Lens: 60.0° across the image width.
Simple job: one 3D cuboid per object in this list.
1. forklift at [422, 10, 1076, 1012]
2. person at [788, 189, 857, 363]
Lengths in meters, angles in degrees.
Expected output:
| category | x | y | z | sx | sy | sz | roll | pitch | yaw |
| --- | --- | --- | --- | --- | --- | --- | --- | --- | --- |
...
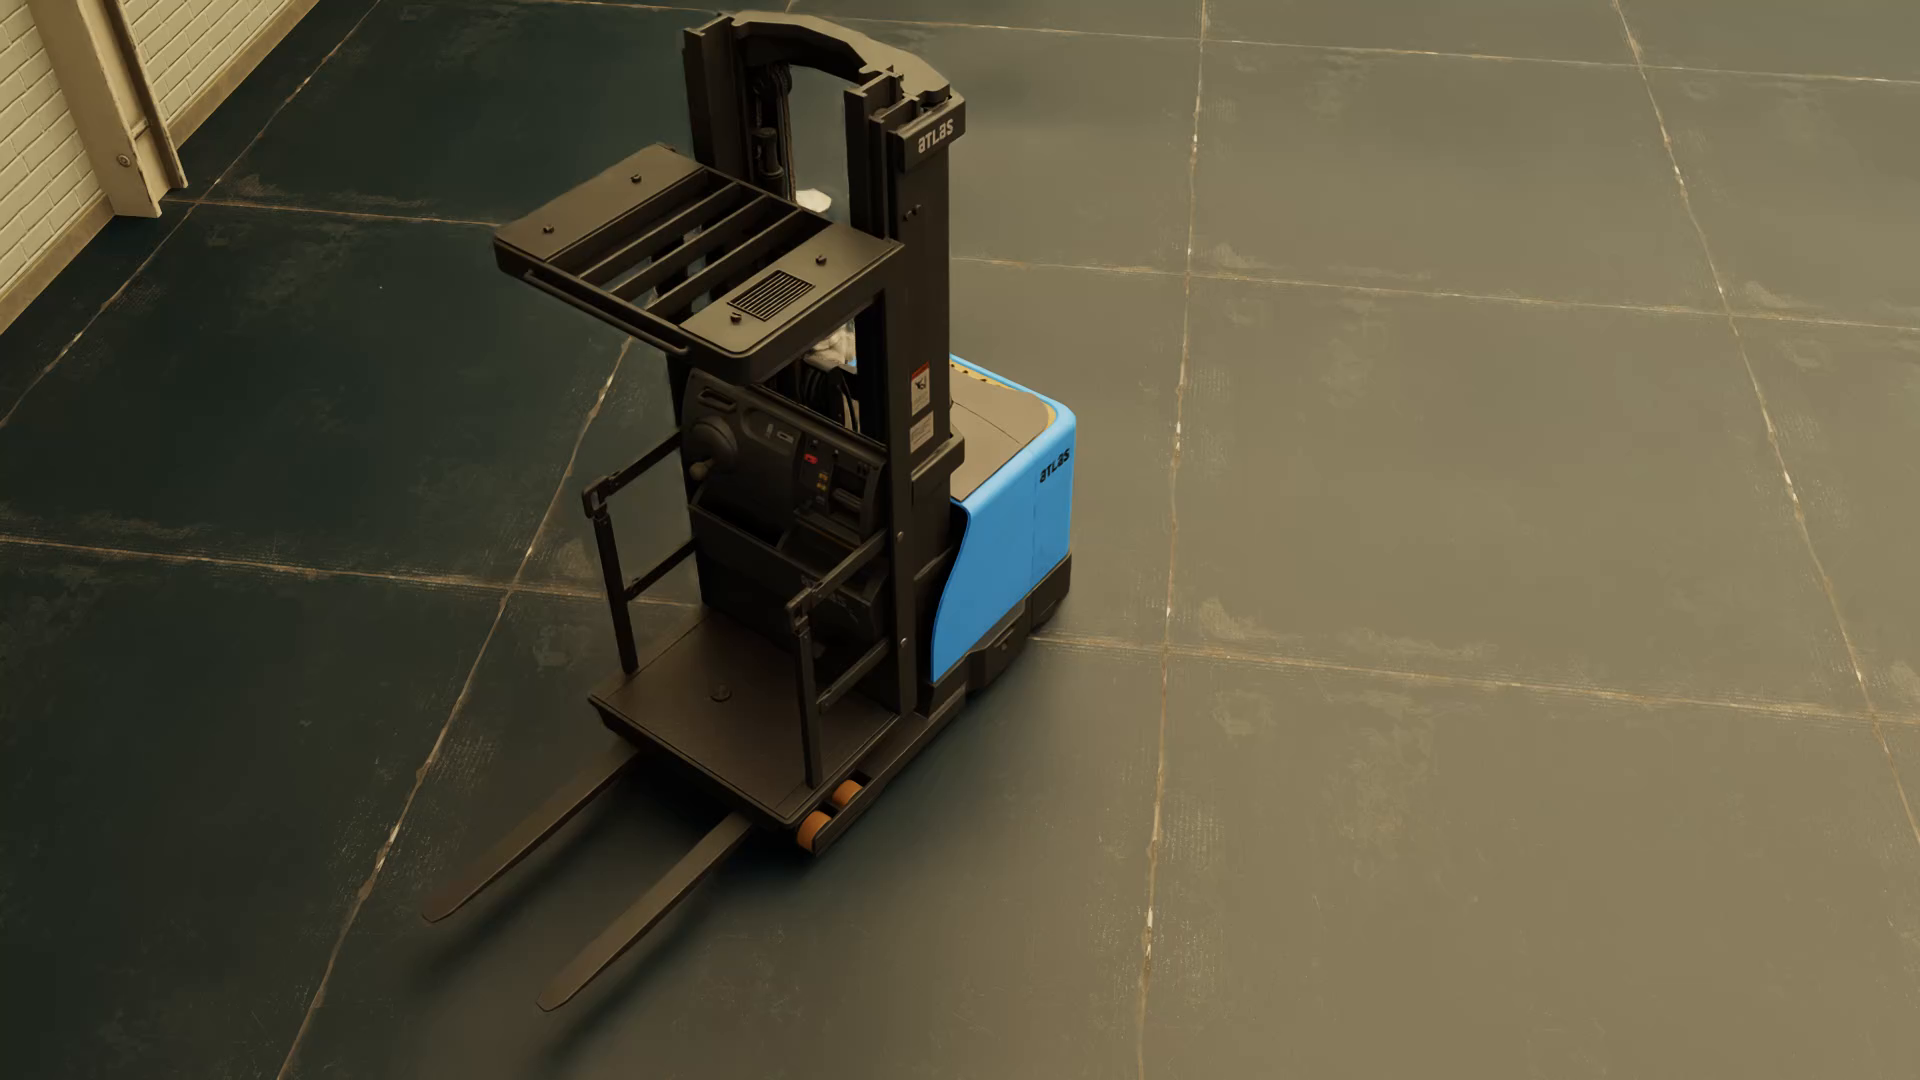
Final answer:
| category | x | y | z | sx | sy | sz | roll | pitch | yaw |
| --- | --- | --- | --- | --- | --- | --- | --- | --- | --- |
| forklift | -0.789 | -0.228 | 5.972 | 1.130 | 2.935 | 3.031 | 27 | 49 | 26 |
| person | -0.686 | -0.995 | 7.918 | 0.983 | 1.515 | 0.945 | 15 | 45 | 16 |
